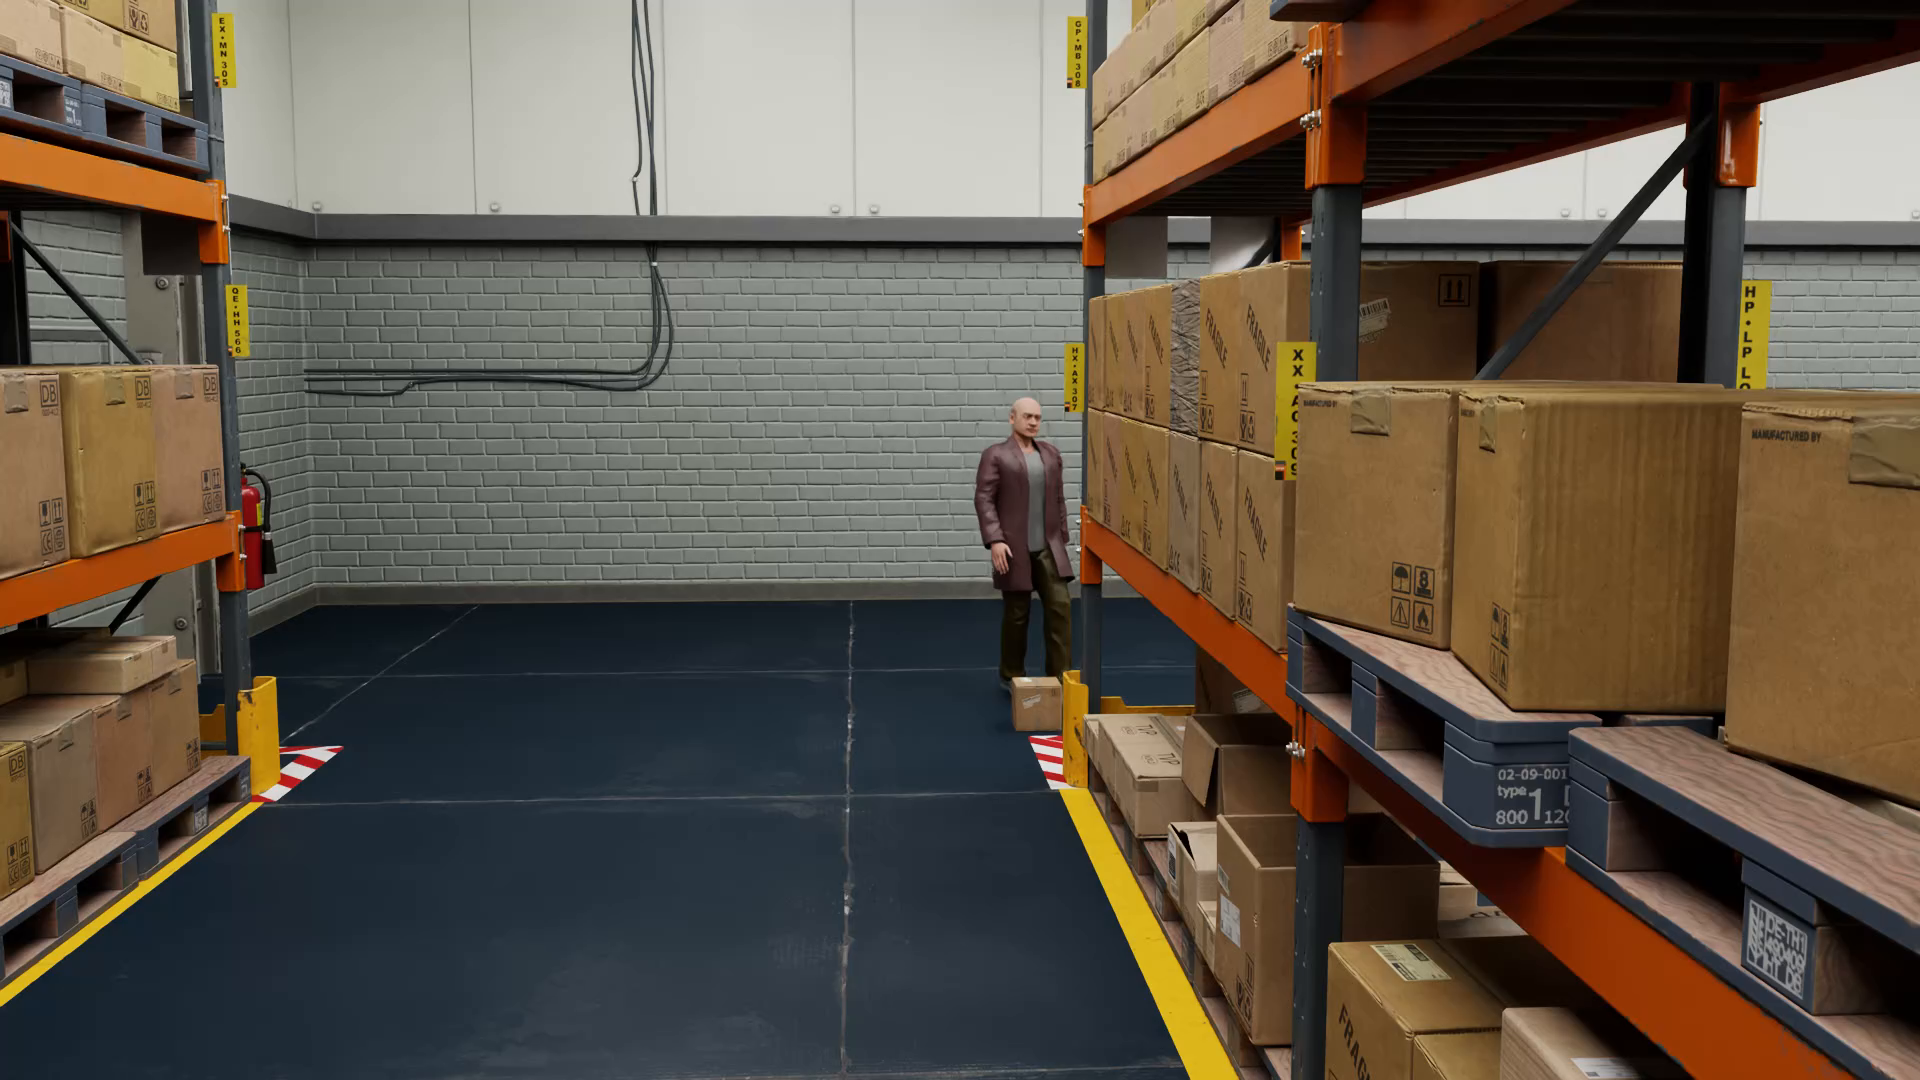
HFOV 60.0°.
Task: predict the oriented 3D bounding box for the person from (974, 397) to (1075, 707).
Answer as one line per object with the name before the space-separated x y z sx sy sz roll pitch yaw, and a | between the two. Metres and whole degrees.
person | 0.428 0.078 9.655 0.652 1.796 0.743 -2 7 -19
